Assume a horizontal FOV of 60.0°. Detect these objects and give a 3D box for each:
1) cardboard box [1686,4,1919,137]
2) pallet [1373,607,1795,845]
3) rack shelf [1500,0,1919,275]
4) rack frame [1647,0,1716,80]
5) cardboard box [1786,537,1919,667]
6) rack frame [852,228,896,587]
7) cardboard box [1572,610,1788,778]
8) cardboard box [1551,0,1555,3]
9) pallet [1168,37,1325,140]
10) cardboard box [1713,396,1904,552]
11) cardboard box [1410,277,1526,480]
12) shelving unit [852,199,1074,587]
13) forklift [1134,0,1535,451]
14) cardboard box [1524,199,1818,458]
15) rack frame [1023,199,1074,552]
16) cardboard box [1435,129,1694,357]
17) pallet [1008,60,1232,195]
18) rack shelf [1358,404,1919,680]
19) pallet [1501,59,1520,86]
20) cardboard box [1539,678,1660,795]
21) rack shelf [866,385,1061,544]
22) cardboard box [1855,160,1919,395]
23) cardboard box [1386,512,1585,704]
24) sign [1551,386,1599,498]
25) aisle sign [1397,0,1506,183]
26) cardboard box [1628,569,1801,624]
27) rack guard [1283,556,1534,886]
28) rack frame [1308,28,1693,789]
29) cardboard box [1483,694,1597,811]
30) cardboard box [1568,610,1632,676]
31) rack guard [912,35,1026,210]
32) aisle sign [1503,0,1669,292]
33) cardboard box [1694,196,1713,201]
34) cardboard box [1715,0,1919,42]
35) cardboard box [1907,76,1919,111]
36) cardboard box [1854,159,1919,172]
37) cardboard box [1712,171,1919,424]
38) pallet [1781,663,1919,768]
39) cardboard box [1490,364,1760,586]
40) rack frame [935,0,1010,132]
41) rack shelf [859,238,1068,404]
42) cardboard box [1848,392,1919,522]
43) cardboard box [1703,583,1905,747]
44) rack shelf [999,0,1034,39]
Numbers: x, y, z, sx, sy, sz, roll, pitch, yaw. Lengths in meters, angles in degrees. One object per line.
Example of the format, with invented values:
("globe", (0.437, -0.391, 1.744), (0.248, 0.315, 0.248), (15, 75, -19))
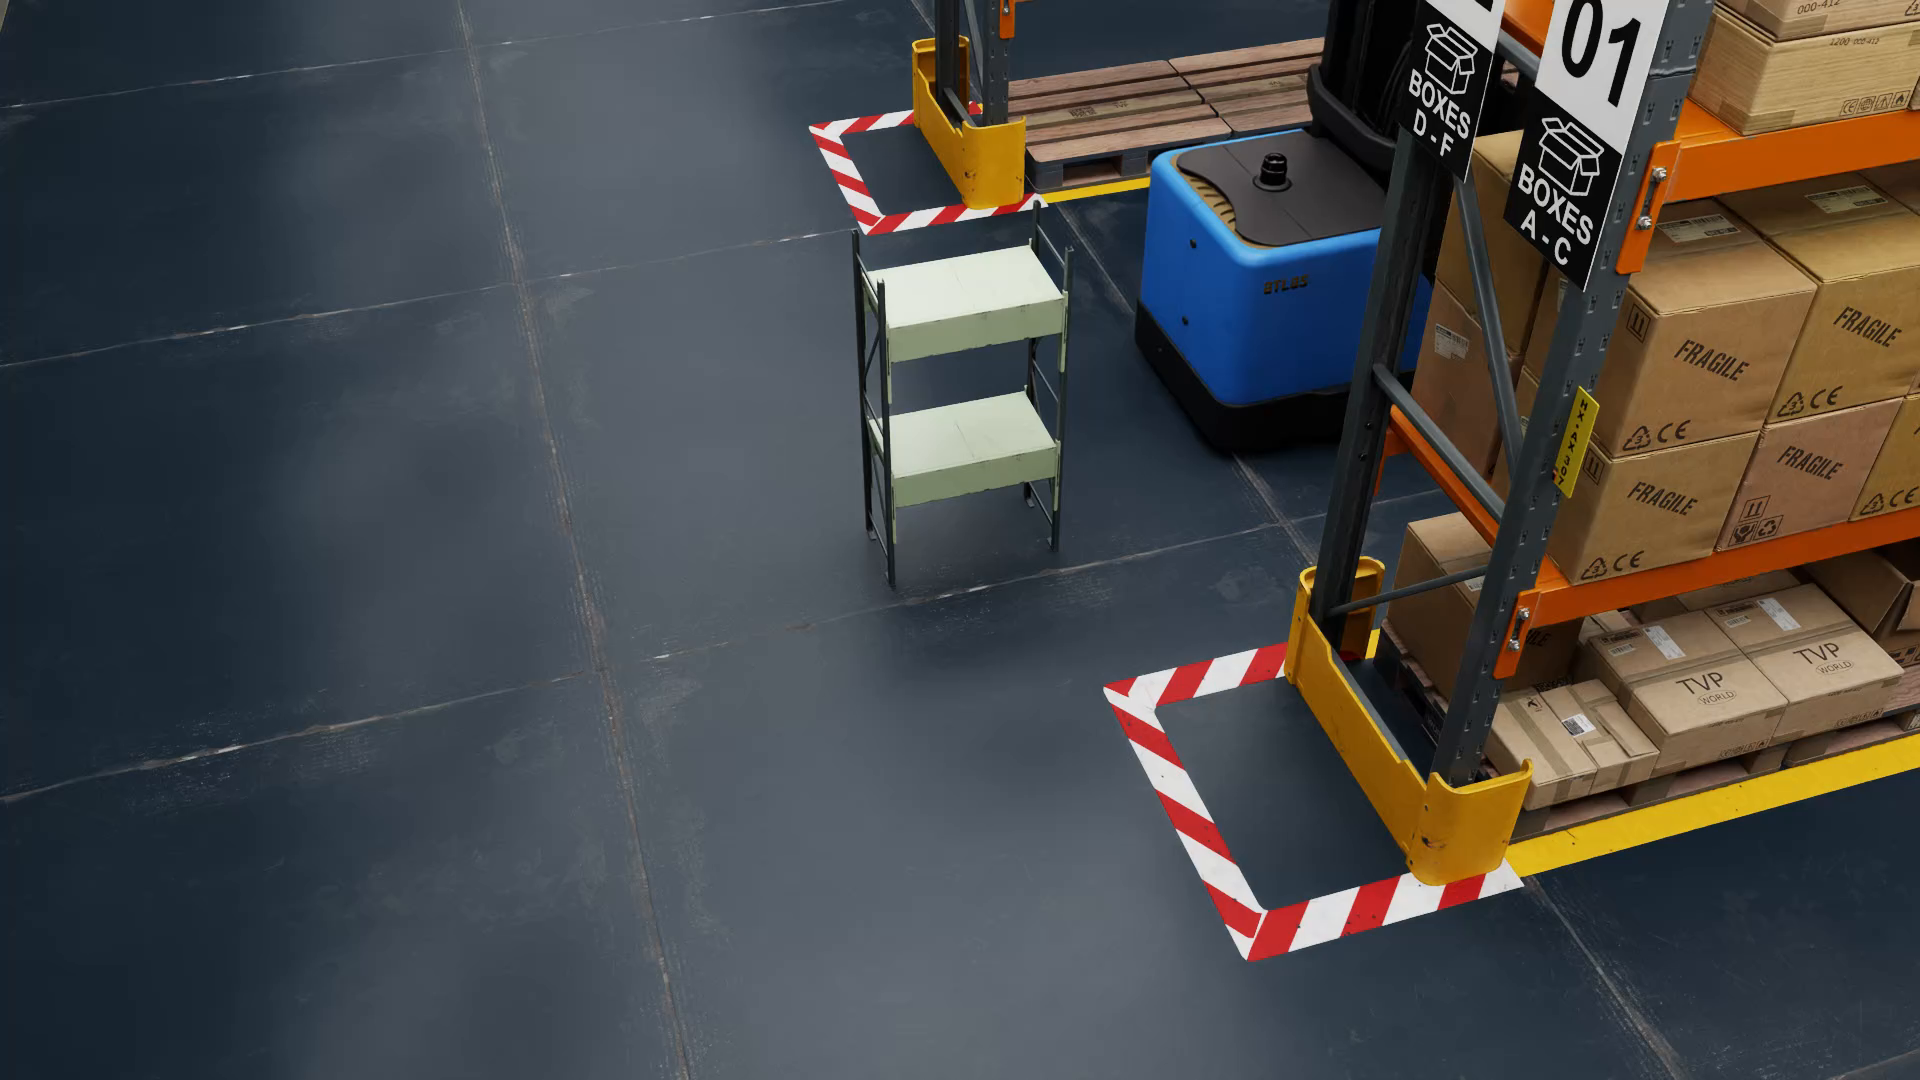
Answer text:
("cardboard box", (2.110, -1.300, 4.293), (0.500, 0.250, 0.500), (-12, 42, -13))
("pallet", (2.376, 0.592, 6.412), (1.213, 0.211, 1.003), (-12, 42, -13))
("rack shelf", (3.451, -1.539, 4.999), (4.000, 0.370, 1.077), (-12, 42, -13))
("rack frame", (1.543, -2.544, 3.323), (0.127, 3.000, 1.000), (-12, 42, -13))
("cardboard box", (3.568, 0.073, 6.449), (0.637, 0.503, 0.797), (-12, 42, -13))
("rack frame", (-0.343, -0.494, 6.675), (0.023, 1.500, 0.400), (-12, 42, -13))
("cardboard box", (2.624, 0.556, 6.089), (0.500, 0.250, 0.500), (-12, 42, -13))
("cardboard box", (1.954, -1.625, 4.665), (0.500, 0.250, 0.500), (-12, 42, -13))
("pallet", (2.019, -2.722, 10.205), (1.213, 0.211, 1.003), (-12, 42, -13))
("cardboard box", (2.536, -0.350, 5.295), (0.500, 0.500, 0.500), (-12, 43, -13))
("cardboard box", (1.889, -0.582, 5.560), (0.500, 0.500, 0.500), (-10, 42, -12))
("shelving unit", (0.006, -0.566, 6.758), (0.755, 1.500, 0.431), (-12, 42, -13))
("forklift", (2.442, -2.096, 7.421), (3.031, 2.935, 1.130), (-13, 43, -14))
("cardboard box", (2.046, -0.622, 4.846), (0.500, 0.500, 0.500), (-10, 42, -12))
("rack frame", (0.355, -0.638, 6.841), (0.023, 1.500, 0.400), (-12, 42, -13))
("cardboard box", (1.885, -0.960, 5.233), (0.500, 0.500, 0.500), (-12, 43, -13))
("pallet", (0.857, -2.483, 9.931), (1.213, 0.211, 1.003), (-12, 42, -13))
("rack shelf", (3.451, -0.409, 5.986), (4.000, 0.370, 1.077), (-12, 42, -13))
("pallet", (3.184, -2.965, 10.483), (1.213, 0.211, 1.003), (-12, 42, -13))
("cardboard box", (2.284, 0.700, 5.988), (0.250, 0.166, 0.380), (-12, 42, -13))
("rack shelf", (0.006, -0.321, 6.973), (0.720, 0.370, 0.431), (-12, 42, -13))
("cardboard box", (3.021, -0.825, 5.079), (0.500, 0.500, 0.500), (-11, 42, -12))
("cardboard box", (1.988, 0.229, 6.274), (0.500, 0.500, 0.500), (-12, 42, -13))
("sign", (1.706, -0.271, 4.622), (0.005, 0.325, 0.100), (-12, 42, -13))
("aisle sign", (1.386, -1.443, 4.646), (0.004, 0.787, 0.394), (-12, 42, -13))
("cardboard box", (2.903, 0.154, 6.550), (0.500, 0.250, 0.500), (-12, 42, -13))
("rack guard", (1.616, 0.641, 6.136), (0.348, 0.500, 1.175), (-12, 42, -13))
("rack frame", (1.543, -0.285, 5.296), (0.127, 3.000, 1.000), (-12, 42, -13))
("cardboard box", (2.046, 0.756, 5.938), (0.250, 0.149, 0.380), (-12, 42, -13))
("cardboard box", (2.401, 0.331, 6.411), (0.250, 0.166, 0.380), (-12, 42, -13))
("rack guard", (0.040, -2.440, 9.663), (0.348, 0.500, 1.175), (-12, 42, -13))
("aisle sign", (1.566, -1.066, 4.215), (0.004, 0.787, 0.394), (-12, 42, -13))
("cardboard box", (2.367, -1.060, 5.348), (0.500, 0.500, 0.500), (-11, 42, -12))
("cardboard box", (2.111, -1.485, 4.124), (0.500, 0.250, 0.500), (-12, 42, -13))
("cardboard box", (2.590, -1.391, 4.396), (0.500, 0.250, 0.500), (-12, 42, -13))
("cardboard box", (2.860, -1.166, 5.468), (0.500, 0.500, 0.500), (-11, 42, -12))
("cardboard box", (2.542, -0.730, 4.969), (0.500, 0.500, 0.500), (-11, 42, -13))
("pallet", (3.537, 0.353, 6.685), (1.213, 0.211, 1.003), (-12, 42, -13))
("cardboard box", (2.046, -0.245, 5.175), (0.500, 0.500, 0.500), (-11, 42, -12))
("rack frame", (0.059, -3.394, 8.855), (0.127, 3.000, 1.000), (-12, 42, -13))
("rack shelf", (0.006, -0.860, 6.501), (0.720, 0.370, 0.431), (-12, 42, -13))
("cardboard box", (3.016, -0.448, 5.407), (0.500, 0.500, 0.500), (-12, 43, -13))
("cardboard box", (3.101, 0.458, 6.202), (0.500, 0.250, 0.500), (-12, 42, -13))
("rack shelf", (1.966, -3.519, 9.544), (4.000, 0.370, 1.077), (-12, 42, -13))
